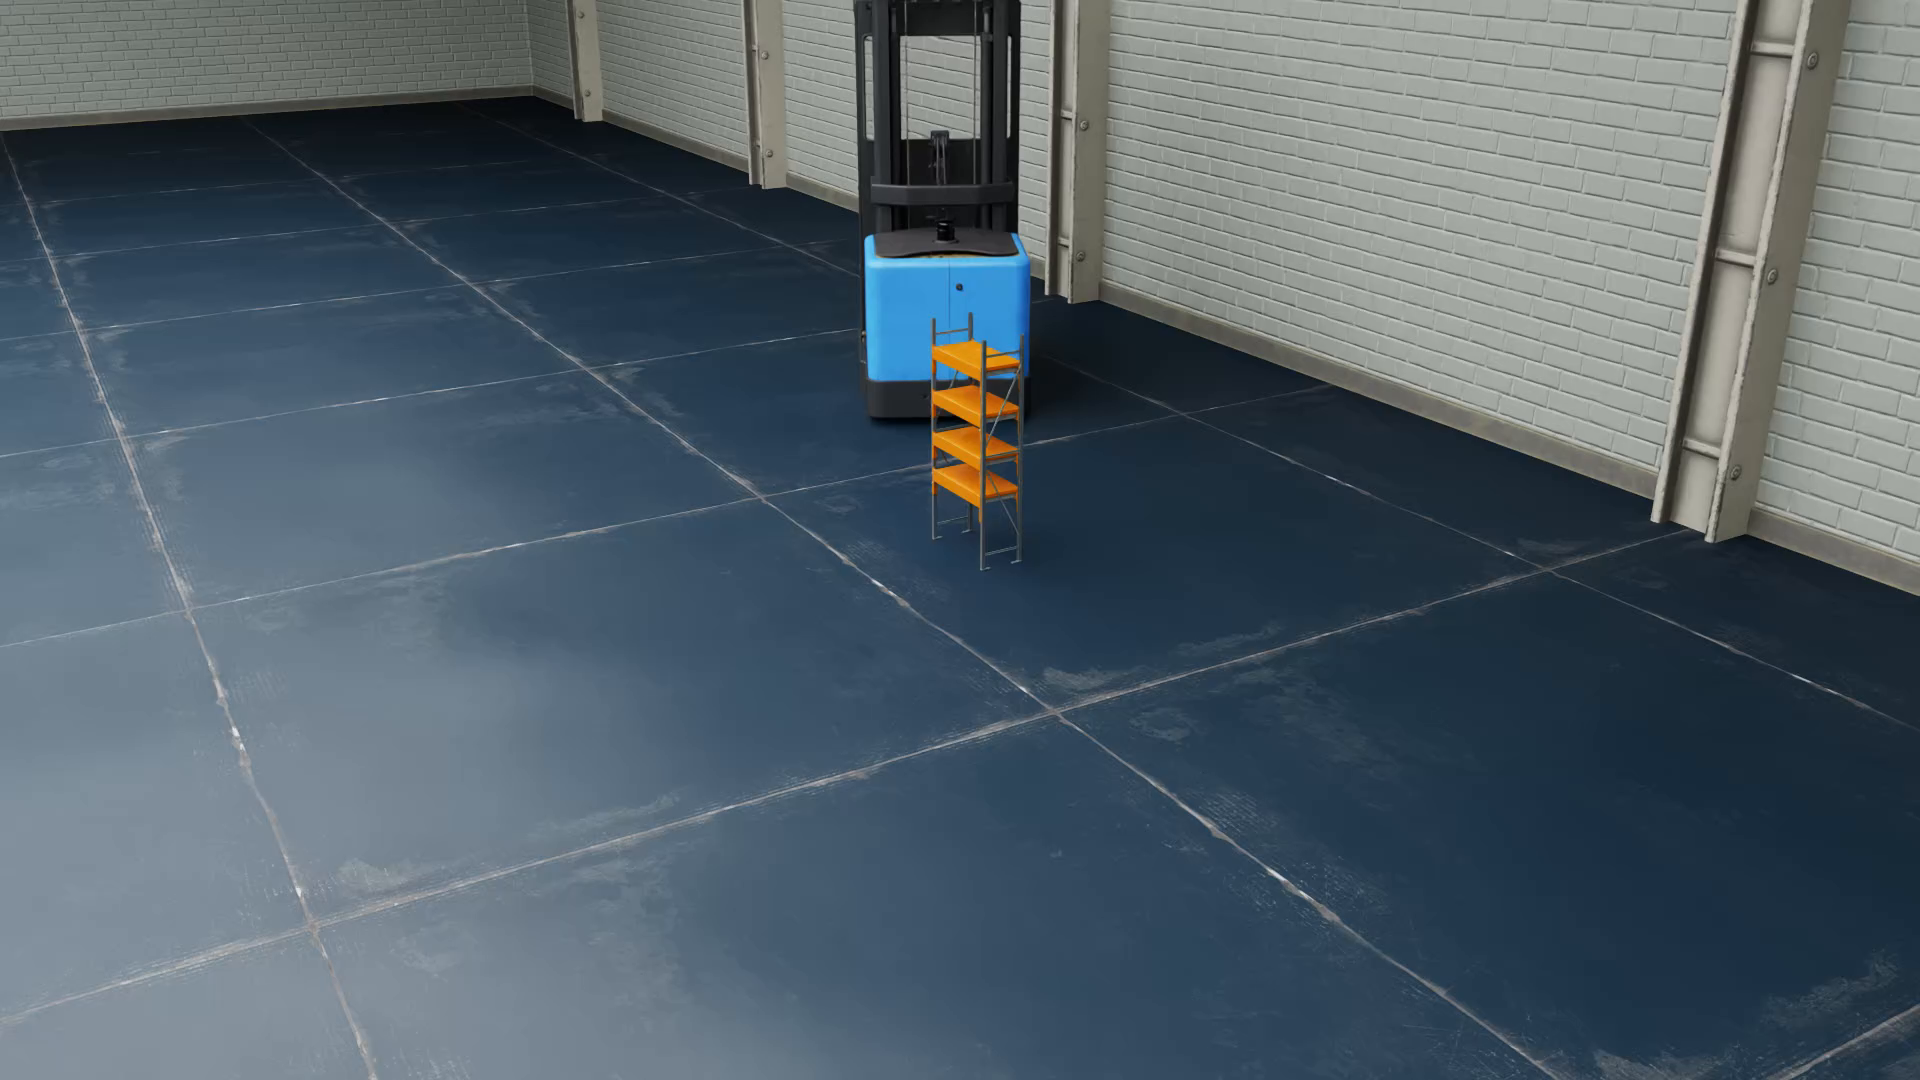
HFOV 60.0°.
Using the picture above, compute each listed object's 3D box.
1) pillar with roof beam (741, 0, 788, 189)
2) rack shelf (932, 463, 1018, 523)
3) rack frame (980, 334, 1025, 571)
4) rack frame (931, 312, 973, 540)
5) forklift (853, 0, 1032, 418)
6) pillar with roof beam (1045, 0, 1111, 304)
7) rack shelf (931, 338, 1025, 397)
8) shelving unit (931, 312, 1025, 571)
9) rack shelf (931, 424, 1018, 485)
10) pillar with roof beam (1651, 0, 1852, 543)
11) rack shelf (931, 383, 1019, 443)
[{"bbox_3d":[-5.830,-7.301,14.822,9.100,9.000,0.400,-13,25,-28],"label":"pillar with roof beam"},{"bbox_3d":[0.085,-0.256,8.554,0.258,0.148,0.480,-13,25,-28],"label":"rack shelf"},{"bbox_3d":[0.209,-0.423,8.259,0.240,1.200,0.015,-13,25,-28],"label":"rack frame"},{"bbox_3d":[-0.040,-0.581,8.648,0.240,1.200,0.015,-13,25,-28],"label":"rack frame"},{"bbox_3d":[-0.163,-2.642,11.418,1.130,2.935,3.031,-1,22,-4],"label":"forklift"},{"bbox_3d":[-2.765,-5.358,10.044,9.100,9.000,0.400,-13,25,-28],"label":"pillar with roof beam"},{"bbox_3d":[0.085,-0.866,8.306,0.258,0.148,0.480,-13,25,-28],"label":"rack shelf"},{"bbox_3d":[0.085,-0.502,8.454,0.258,1.200,0.503,-13,25,-28],"label":"shelving unit"},{"bbox_3d":[0.085,-0.440,8.479,0.258,0.148,0.480,-13,25,-28],"label":"rack shelf"},{"bbox_3d":[0.300,-3.416,5.265,9.100,9.000,0.400,-13,25,-28],"label":"pillar with roof beam"},{"bbox_3d":[0.085,-0.647,8.395,0.258,0.148,0.480,-13,25,-28],"label":"rack shelf"}]
